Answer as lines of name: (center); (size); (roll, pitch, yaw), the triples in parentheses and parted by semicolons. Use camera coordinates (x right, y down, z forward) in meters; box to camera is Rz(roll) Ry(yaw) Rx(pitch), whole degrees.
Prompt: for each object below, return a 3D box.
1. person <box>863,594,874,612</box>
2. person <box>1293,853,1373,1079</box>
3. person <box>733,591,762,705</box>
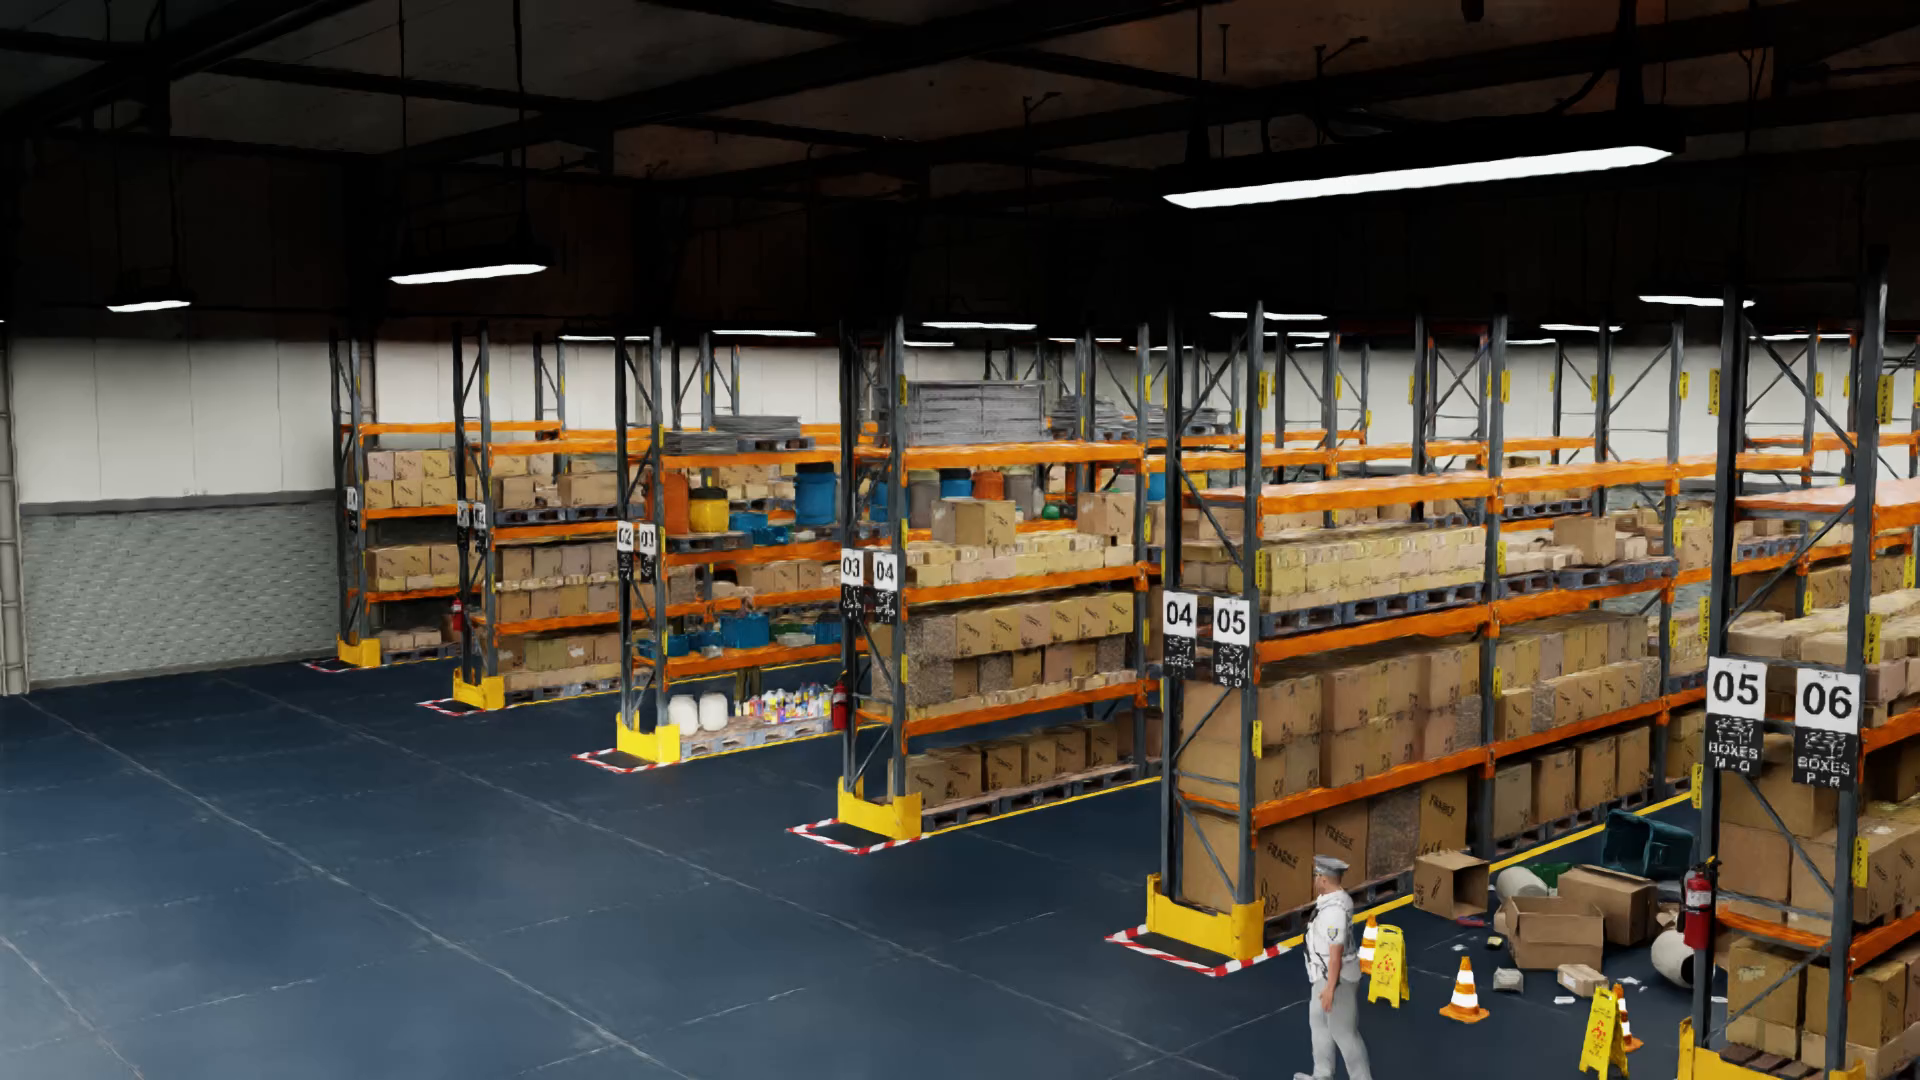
person: (-1.732, 0.987, 34.540); (1.034, 1.525, 0.416); (-5, 8, -43)
person: (2.682, 3.132, 11.876); (0.585, 1.745, 0.597); (1, 6, 14)
person: (-3.277, 1.693, 26.043); (0.514, 1.781, 0.638); (2, 6, 18)
